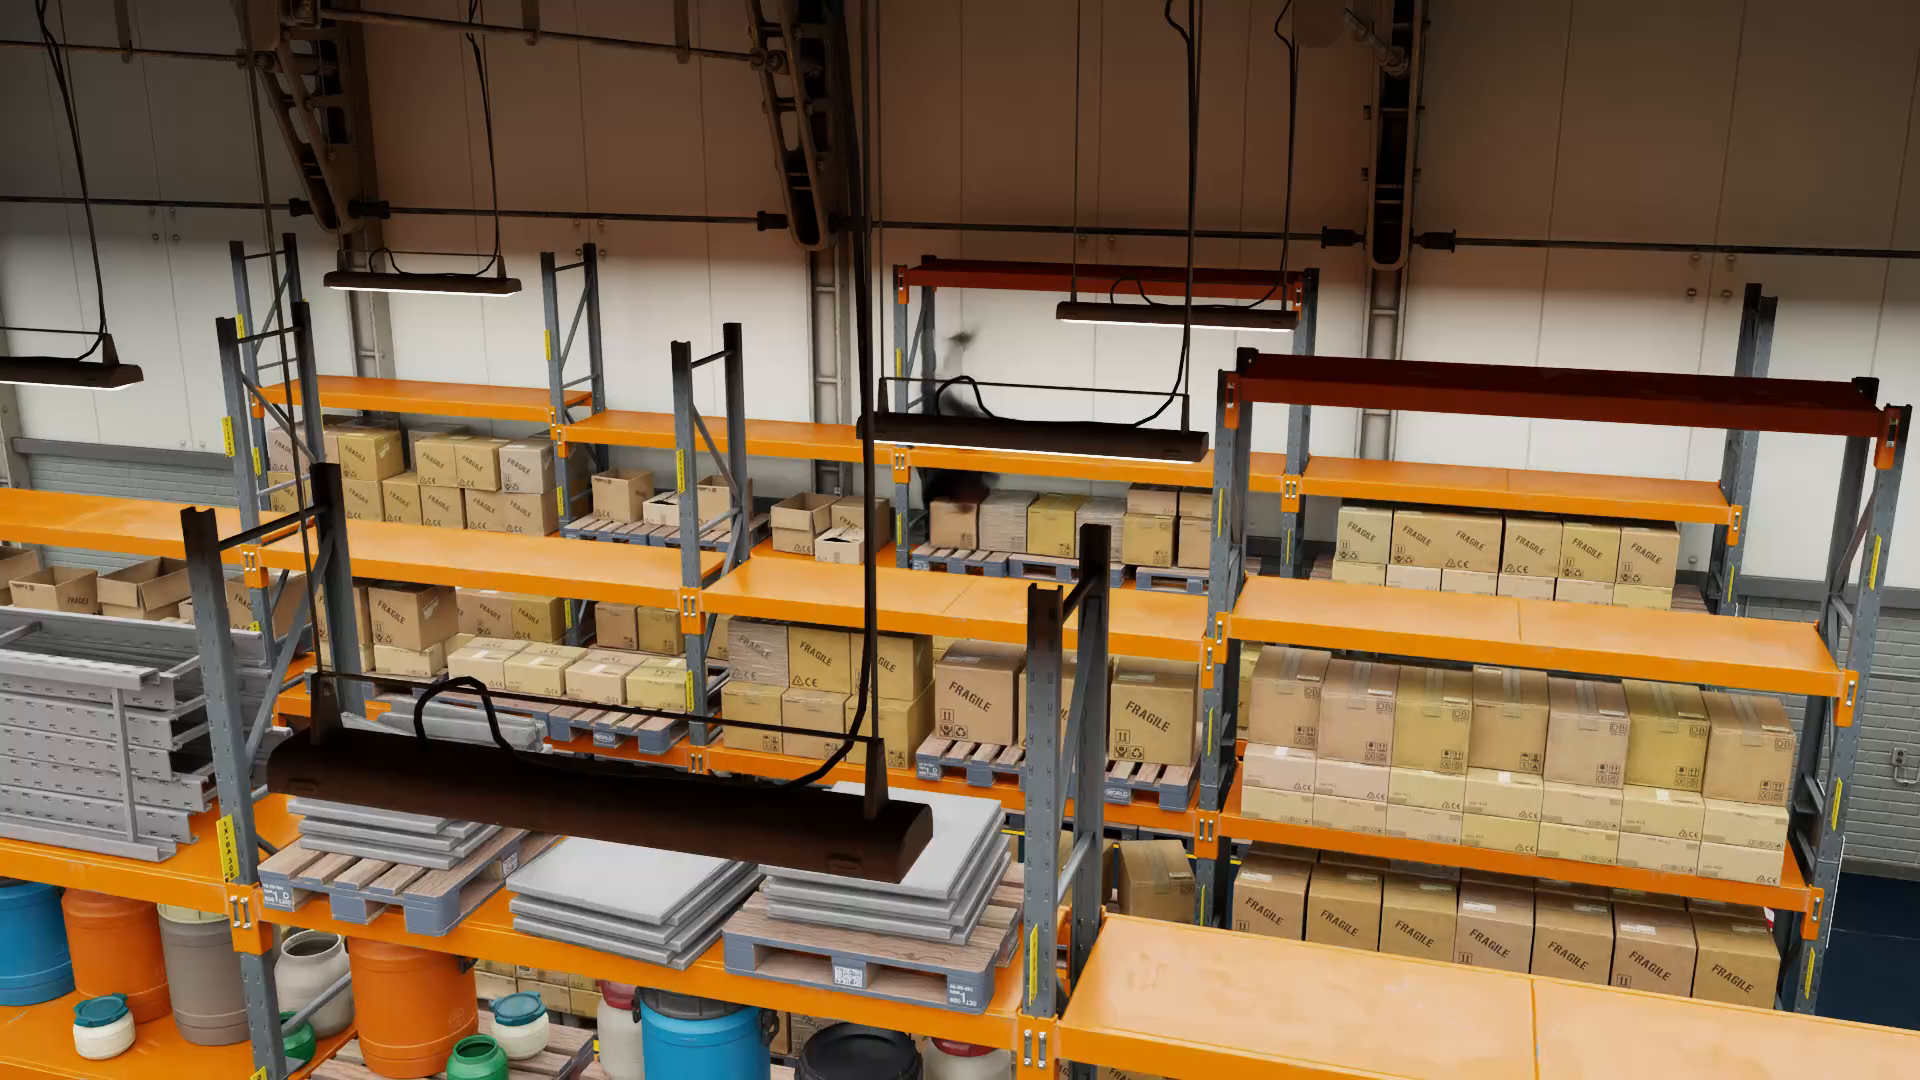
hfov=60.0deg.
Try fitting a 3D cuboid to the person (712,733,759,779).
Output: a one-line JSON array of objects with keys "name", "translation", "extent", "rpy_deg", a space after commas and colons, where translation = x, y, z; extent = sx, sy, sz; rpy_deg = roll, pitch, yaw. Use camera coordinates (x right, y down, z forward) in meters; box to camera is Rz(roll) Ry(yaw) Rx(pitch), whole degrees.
[{"name": "person", "translation": [-2.113, 2.613, 15.637], "extent": [0.673, 1.698, 0.644], "rpy_deg": [5, 17, 18]}]
